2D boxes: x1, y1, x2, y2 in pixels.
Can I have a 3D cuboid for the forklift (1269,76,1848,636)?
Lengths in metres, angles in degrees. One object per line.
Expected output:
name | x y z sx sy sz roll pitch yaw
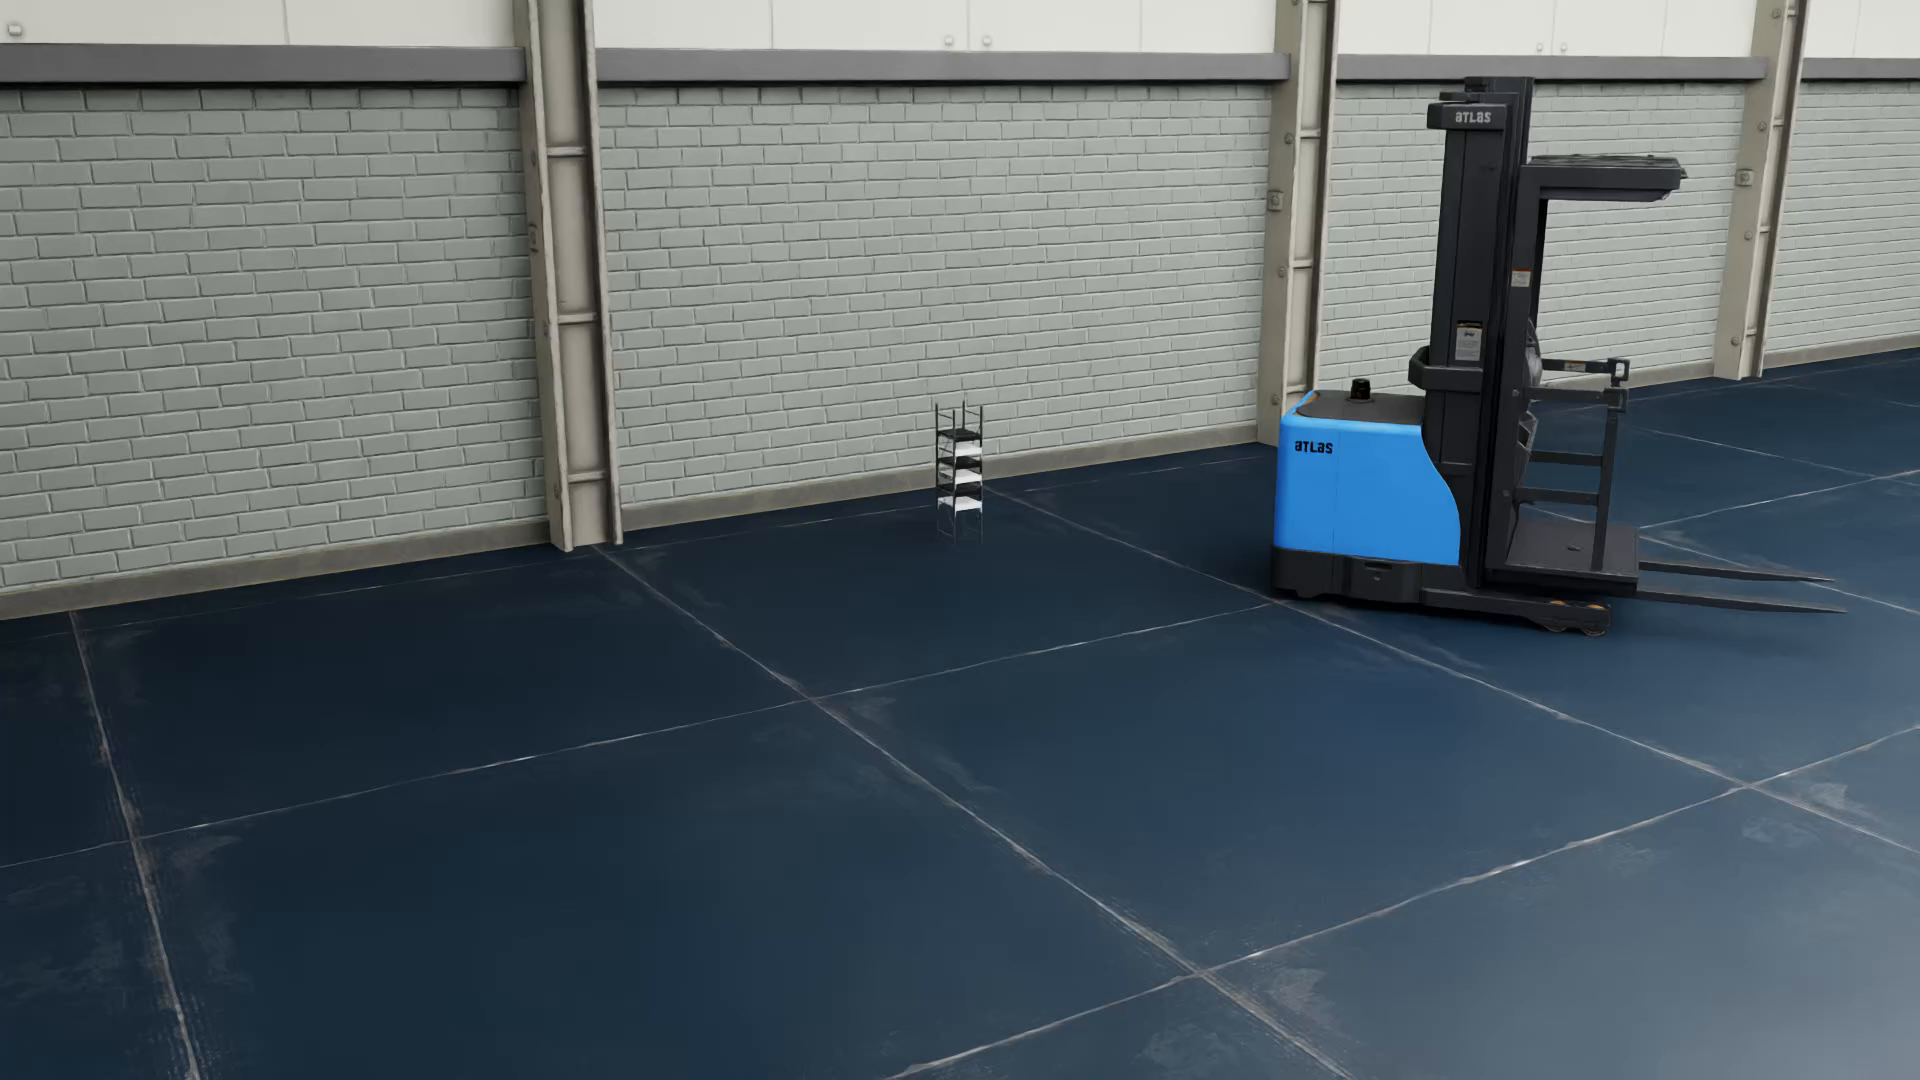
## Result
forklift | 3.377 -1.052 9.232 3.031 2.935 1.130 6 17 21

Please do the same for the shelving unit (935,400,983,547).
shelving unit | -0.007 -0.432 10.784 0.210 0.900 0.258 -9 18 -30

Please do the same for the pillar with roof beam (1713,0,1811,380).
pillar with roof beam | 10.063 -4.992 12.045 0.400 9.000 9.100 -9 18 -30

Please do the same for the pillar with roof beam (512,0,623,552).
pillar with roof beam | -0.224 -3.324 6.095 0.400 9.000 9.100 -9 18 -30

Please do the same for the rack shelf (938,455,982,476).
rack shelf | -0.007 -0.487 10.769 0.200 0.077 0.258 -9 18 -30

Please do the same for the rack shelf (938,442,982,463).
rack shelf | -0.007 -0.573 10.745 0.200 0.077 0.258 -9 18 -30

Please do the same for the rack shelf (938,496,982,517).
rack shelf | -0.007 -0.227 10.842 0.200 0.077 0.258 -9 18 -30

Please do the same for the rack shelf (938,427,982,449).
rack shelf | -0.007 -0.660 10.720 0.200 0.077 0.258 -9 18 -30

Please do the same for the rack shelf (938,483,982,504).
rack shelf | -0.007 -0.313 10.818 0.200 0.077 0.258 -9 18 -30

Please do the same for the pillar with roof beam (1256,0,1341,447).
pillar with roof beam | 4.920 -4.158 9.070 0.400 9.000 9.100 -9 18 -30

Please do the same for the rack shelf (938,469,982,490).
rack shelf | -0.007 -0.400 10.793 0.200 0.077 0.258 -9 18 -30

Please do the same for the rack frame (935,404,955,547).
rack frame | -0.094 -0.418 10.734 0.006 0.900 0.240 -9 18 -30

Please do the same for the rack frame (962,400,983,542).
rack frame | 0.080 -0.446 10.835 0.006 0.900 0.240 -9 18 -30
